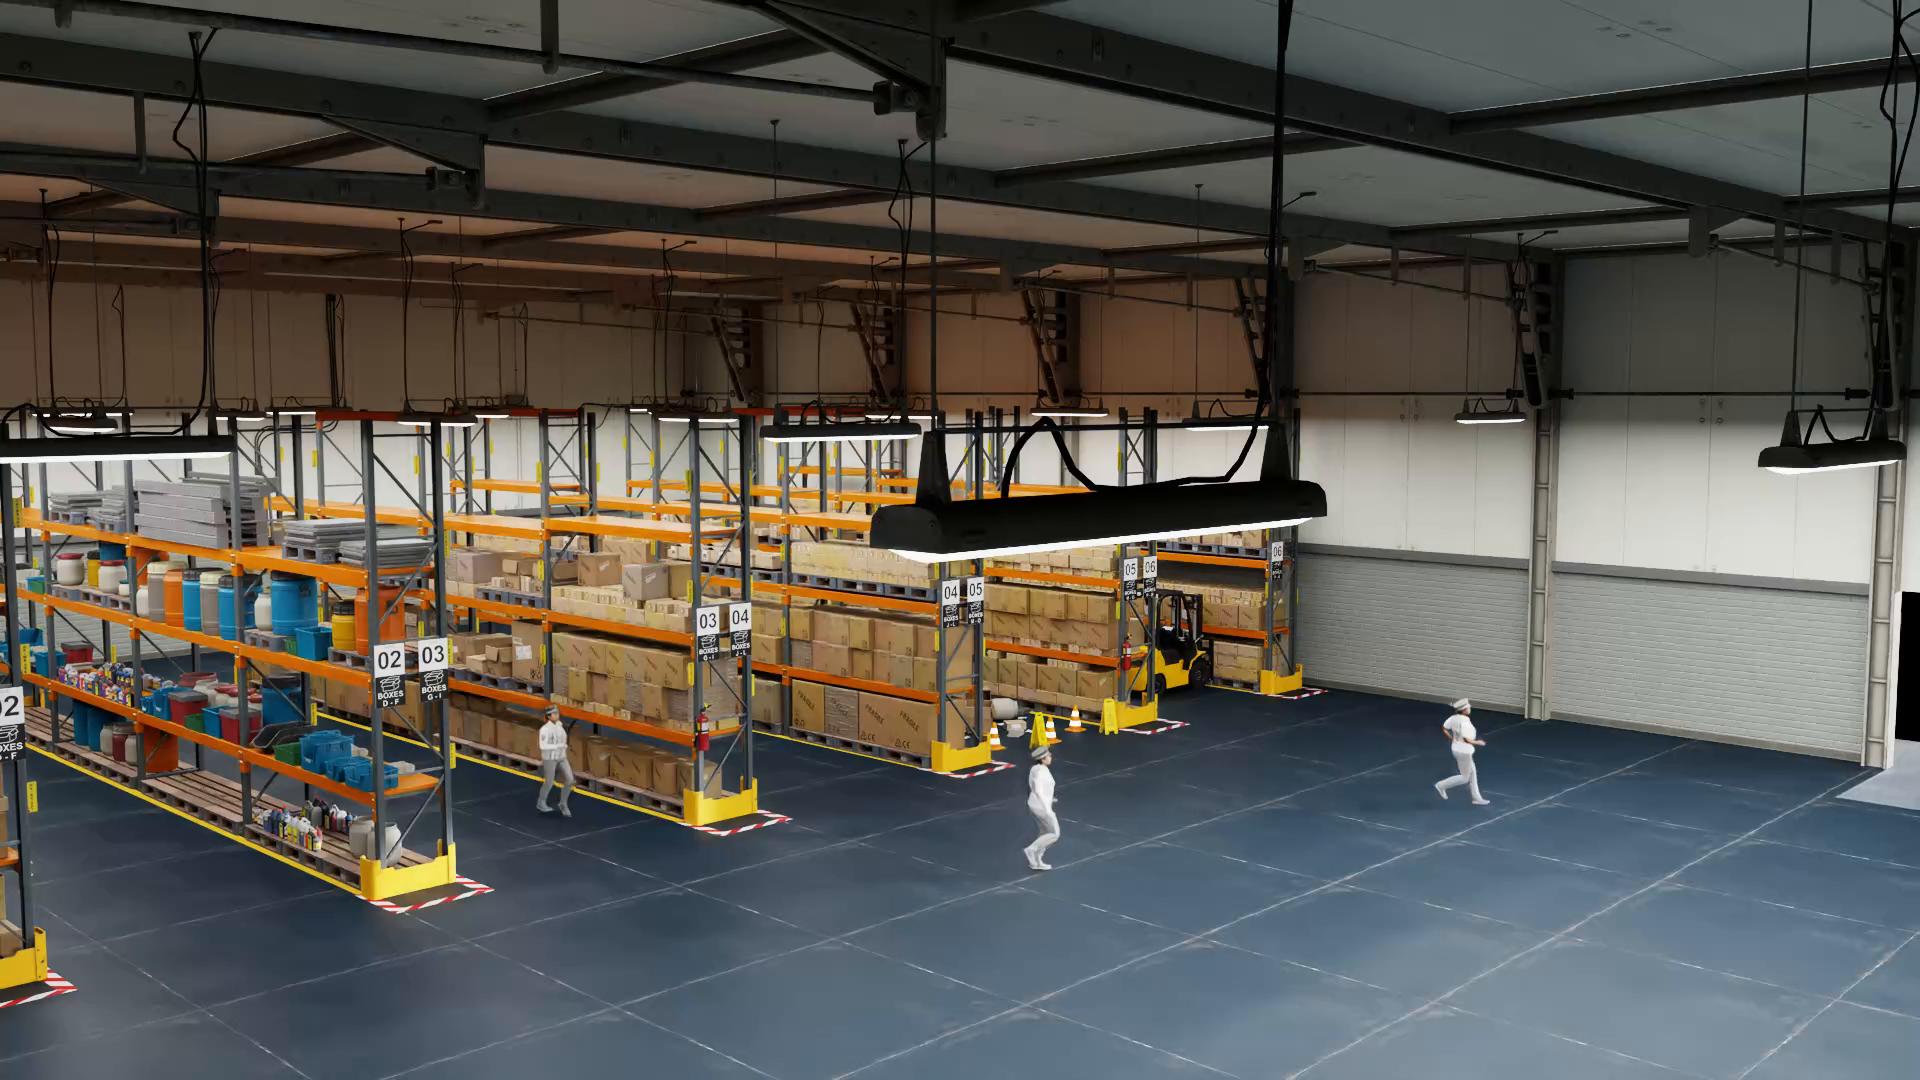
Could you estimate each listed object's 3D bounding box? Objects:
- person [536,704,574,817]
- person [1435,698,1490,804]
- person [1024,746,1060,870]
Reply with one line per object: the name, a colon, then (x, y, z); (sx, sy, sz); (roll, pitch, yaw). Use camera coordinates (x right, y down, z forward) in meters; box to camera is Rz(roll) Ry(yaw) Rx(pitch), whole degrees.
person: (-6.047, 3.300, 24.824); (0.715, 1.740, 0.590); (3, 6, 34)
person: (7.687, 3.242, 25.447); (0.934, 1.666, 0.595); (-1, 5, -7)
person: (1.084, 3.555, 22.094); (0.528, 1.660, 0.634); (-1, 5, -16)
